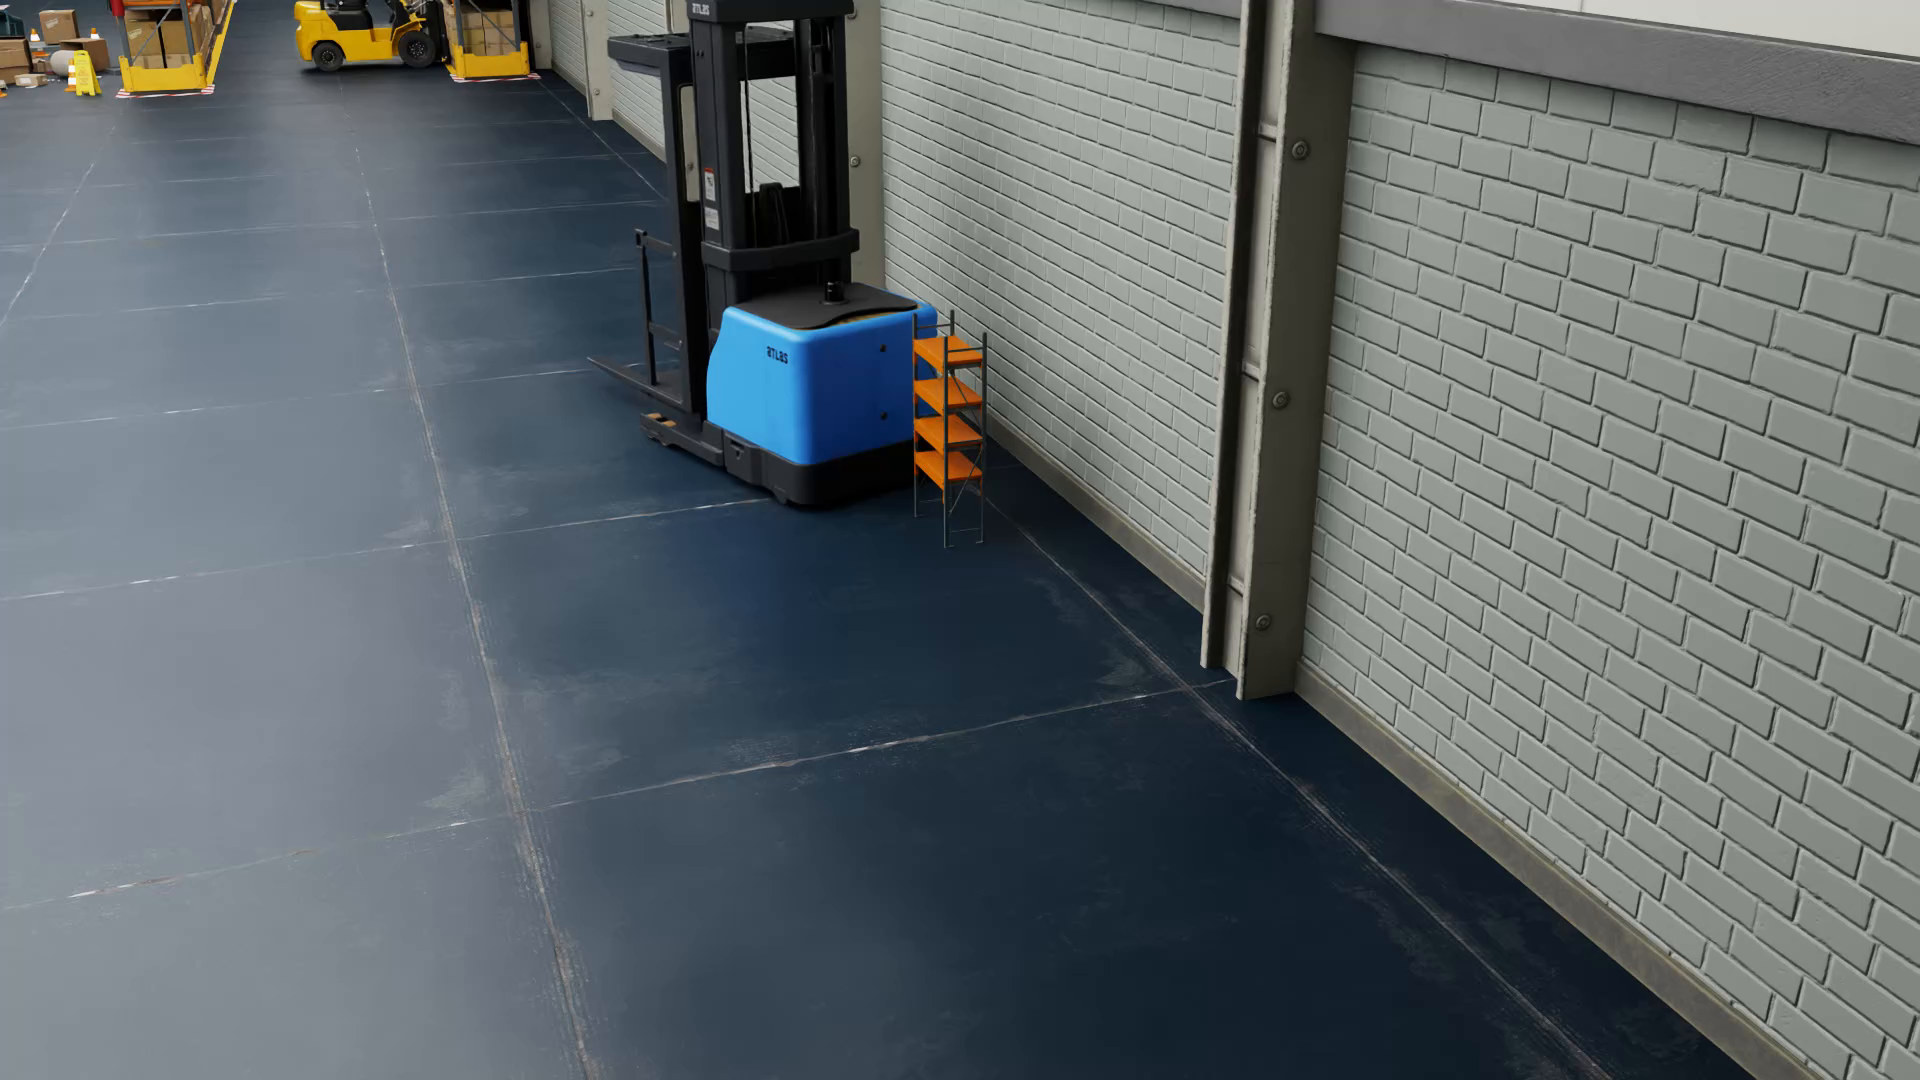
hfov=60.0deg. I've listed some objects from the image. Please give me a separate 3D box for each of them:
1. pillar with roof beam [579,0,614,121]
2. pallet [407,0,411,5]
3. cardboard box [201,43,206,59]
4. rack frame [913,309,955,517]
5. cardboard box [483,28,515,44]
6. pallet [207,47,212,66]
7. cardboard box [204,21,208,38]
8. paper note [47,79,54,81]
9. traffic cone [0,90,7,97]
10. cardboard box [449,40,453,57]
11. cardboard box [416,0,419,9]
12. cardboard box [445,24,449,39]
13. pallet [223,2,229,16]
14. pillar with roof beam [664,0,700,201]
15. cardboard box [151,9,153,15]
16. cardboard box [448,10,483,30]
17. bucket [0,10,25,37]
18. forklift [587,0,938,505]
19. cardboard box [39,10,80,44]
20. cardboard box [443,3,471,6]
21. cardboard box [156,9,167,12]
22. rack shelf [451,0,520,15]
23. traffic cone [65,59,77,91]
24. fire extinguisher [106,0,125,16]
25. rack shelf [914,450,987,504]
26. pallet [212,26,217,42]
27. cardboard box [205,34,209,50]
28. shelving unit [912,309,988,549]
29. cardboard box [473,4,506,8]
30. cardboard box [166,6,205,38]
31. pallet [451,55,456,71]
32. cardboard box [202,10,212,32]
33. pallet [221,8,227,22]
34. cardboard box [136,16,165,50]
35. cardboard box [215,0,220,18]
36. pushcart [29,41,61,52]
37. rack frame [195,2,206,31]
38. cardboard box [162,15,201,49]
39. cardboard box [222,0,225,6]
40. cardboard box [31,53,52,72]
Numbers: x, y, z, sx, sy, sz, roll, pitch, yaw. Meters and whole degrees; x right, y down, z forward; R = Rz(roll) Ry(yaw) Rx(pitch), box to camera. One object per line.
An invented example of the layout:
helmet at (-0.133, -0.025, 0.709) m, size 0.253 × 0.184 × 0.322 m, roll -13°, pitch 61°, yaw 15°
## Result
pillar with roof beam at (-9.039, -9.461, 20.112) m, size 9.100 × 9.000 × 0.400 m, roll -8°, pitch 24°, yaw -19°
pallet at (-12.209, -12.416, 38.436) m, size 1.003 × 0.211 × 1.213 m, roll -8°, pitch 24°, yaw -19°
cardboard box at (-12.775, -8.049, 27.485) m, size 0.500 × 0.250 × 0.500 m, roll -7°, pitch 24°, yaw -15°
rack frame at (-0.145, -0.702, 9.370) m, size 0.240 × 1.200 × 0.015 m, roll -8°, pitch 24°, yaw -19°
cardboard box at (-7.700, -8.447, 27.786) m, size 0.500 × 0.250 × 0.500 m, roll -8°, pitch 24°, yaw -18°
pallet at (-13.513, -8.338, 28.761) m, size 1.003 × 0.211 × 1.213 m, roll -8°, pitch 24°, yaw -19°
cardboard box at (-13.971, -9.035, 29.667) m, size 0.950 × 0.372 × 0.625 m, roll -8°, pitch 24°, yaw -18°
paper note at (-14.726, -7.435, 26.865) m, size 0.148 × 0.019 × 0.142 m, roll 0°, pitch 23°, yaw -1°
traffic cone at (-14.648, -6.943, 25.127) m, size 0.336 × 0.463 × 0.334 m, roll -8°, pitch 24°, yaw -19°
cardboard box at (-8.357, -8.327, 28.144) m, size 0.500 × 0.250 × 0.500 m, roll -8°, pitch 24°, yaw -19°
cardboard box at (-11.460, -11.723, 35.879) m, size 0.500 × 0.500 × 0.500 m, roll -9°, pitch 25°, yaw -21°
cardboard box at (-8.562, -8.750, 28.505) m, size 0.500 × 0.250 × 0.500 m, roll -9°, pitch 24°, yaw -20°
pallet at (-16.805, -11.771, 36.906) m, size 1.003 × 0.211 × 1.213 m, roll -8°, pitch 24°, yaw -19°
pillar with roof beam at (-6.919, -7.281, 14.939) m, size 9.100 × 9.000 × 0.400 m, roll -8°, pitch 24°, yaw -19°
cardboard box at (-13.267, -8.547, 26.865) m, size 0.380 × 0.149 × 0.250 m, roll -7°, pitch 24°, yaw -17°
cardboard box at (-8.183, -8.603, 27.511) m, size 0.500 × 0.250 × 0.500 m, roll -8°, pitch 24°, yaw -17°
bucket at (-16.174, -8.605, 28.062) m, size 0.726 × 0.611 × 0.620 m, roll 0°, pitch 13°, yaw -1°
forklift at (-1.427, -2.057, 10.357) m, size 1.130 × 2.935 × 3.031 m, roll -17°, pitch 28°, yaw -35°
cardboard box at (-15.438, -8.804, 28.520) m, size 0.500 × 0.500 × 0.500 m, roll -8°, pitch 24°, yaw -19°
cardboard box at (-8.728, -9.155, 28.820) m, size 0.500 × 0.250 × 0.500 m, roll -9°, pitch 24°, yaw -20°
cardboard box at (-13.628, -8.690, 28.039) m, size 0.500 × 0.500 × 0.500 m, roll -7°, pitch 24°, yaw -17°
rack shelf at (-8.435, -9.486, 28.821) m, size 1.077 × 0.370 × 4.000 m, roll -8°, pitch 24°, yaw -19°
traffic cone at (-13.729, -7.219, 25.782) m, size 0.336 × 0.463 × 0.334 m, roll -8°, pitch 24°, yaw -19°
fire extinguisher at (-12.761, -8.268, 25.105) m, size 0.296 × 0.674 × 0.183 m, roll -8°, pitch 24°, yaw -19°
rack shelf at (-0.058, -0.368, 9.263) m, size 0.258 × 0.148 × 0.480 m, roll -8°, pitch 24°, yaw -19°
pallet at (-14.922, -9.746, 32.102) m, size 1.003 × 0.211 × 1.213 m, roll -8°, pitch 24°, yaw -19°
cardboard box at (-13.323, -8.611, 28.817) m, size 0.500 × 0.250 × 0.500 m, roll -7°, pitch 24°, yaw -17°
shelving unit at (-0.059, -0.613, 9.160) m, size 0.258 × 1.200 × 0.503 m, roll -8°, pitch 24°, yaw -19°
cardboard box at (-8.067, -9.043, 28.556) m, size 0.500 × 0.250 × 0.500 m, roll -9°, pitch 24°, yaw -19°
cardboard box at (-13.142, -8.771, 28.233) m, size 0.500 × 0.500 × 0.500 m, roll -8°, pitch 24°, yaw -18°
pallet at (-8.037, -8.078, 28.144) m, size 1.003 × 0.211 × 1.213 m, roll -8°, pitch 24°, yaw -19°
cardboard box at (-14.738, -9.824, 31.540) m, size 0.950 × 0.372 × 0.625 m, roll -9°, pitch 24°, yaw -20°
pallet at (-16.267, -11.214, 35.584) m, size 1.003 × 0.211 × 1.213 m, roll -8°, pitch 24°, yaw -19°
cardboard box at (-13.085, -8.125, 26.700) m, size 0.500 × 0.500 × 0.500 m, roll -7°, pitch 24°, yaw -17°
cardboard box at (-15.674, -11.117, 33.959) m, size 0.875 × 0.875 × 0.875 m, roll -8°, pitch 24°, yaw -18°
pushcart at (-15.899, -8.323, 28.511) m, size 1.648 × 0.377 × 0.936 m, roll -18°, pitch 29°, yaw -37°
rack frame at (-13.784, -9.862, 28.787) m, size 1.000 × 3.000 × 0.127 m, roll -8°, pitch 24°, yaw -19°
cardboard box at (-12.594, -8.210, 26.900) m, size 0.500 × 0.500 × 0.500 m, roll -9°, pitch 25°, yaw -21°
cardboard box at (-16.731, -12.025, 36.675) m, size 0.875 × 0.438 × 0.875 m, roll -9°, pitch 24°, yaw -20°
cardboard box at (-15.504, -8.012, 27.917) m, size 0.396 × 0.266 × 0.258 m, roll 12°, pitch 26°, yaw 27°
